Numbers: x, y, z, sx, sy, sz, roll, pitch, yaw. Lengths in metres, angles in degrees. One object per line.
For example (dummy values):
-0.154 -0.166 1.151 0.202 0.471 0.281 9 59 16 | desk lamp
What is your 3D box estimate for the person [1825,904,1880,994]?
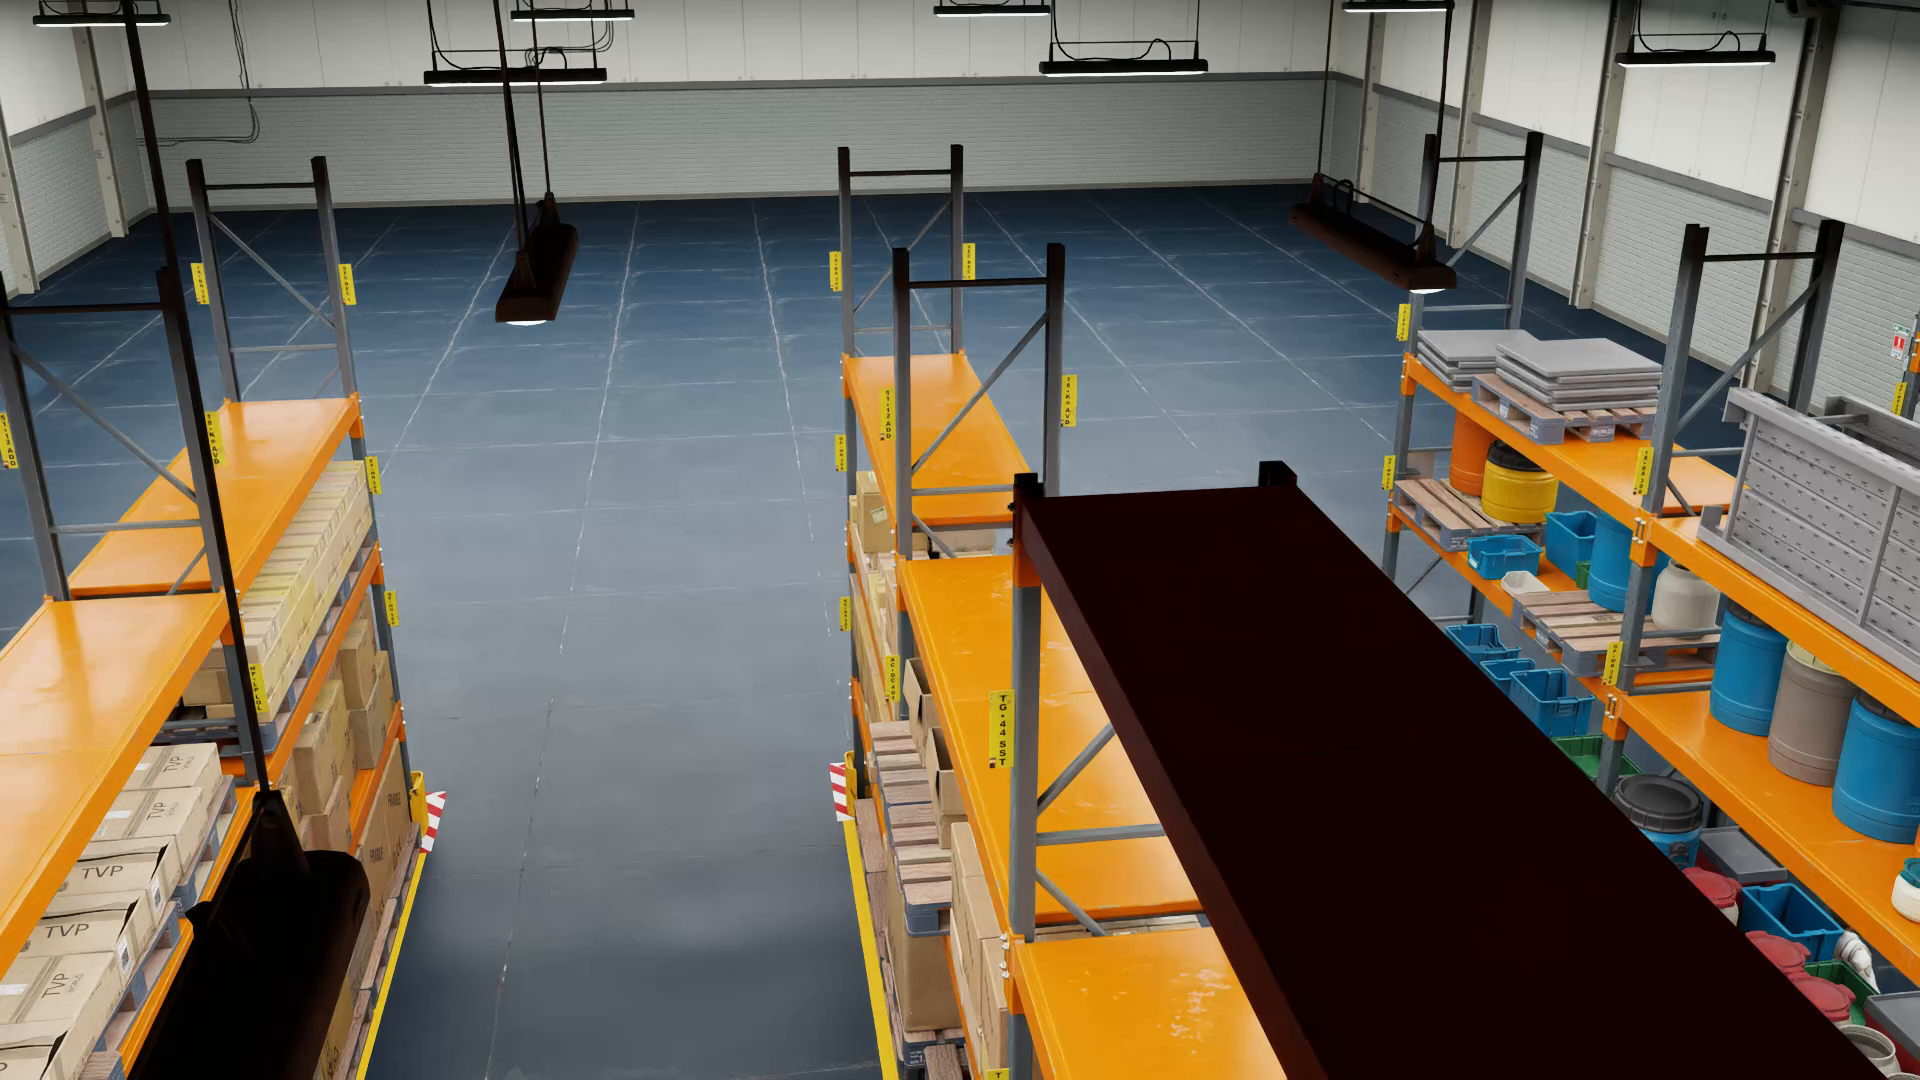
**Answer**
6.032 3.152 11.441 0.898 1.621 0.541 -7 23 -16 | person
